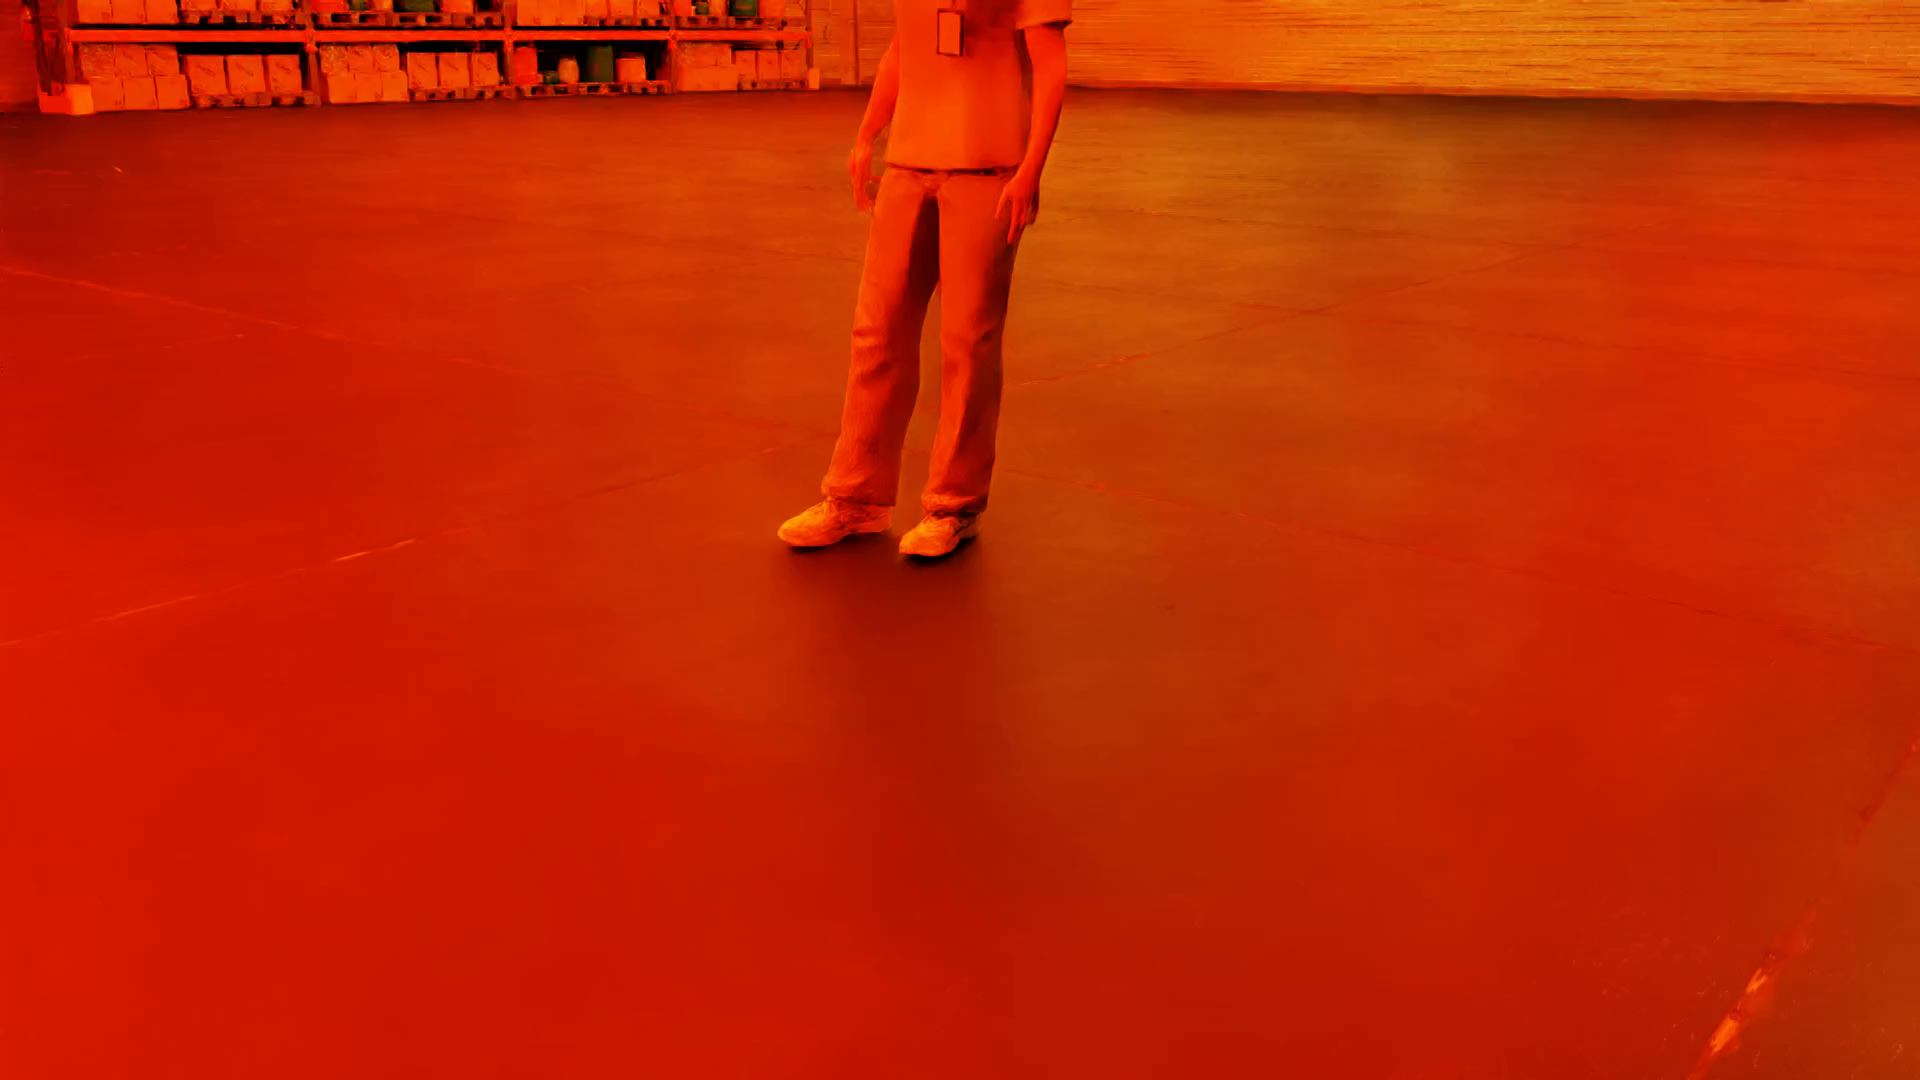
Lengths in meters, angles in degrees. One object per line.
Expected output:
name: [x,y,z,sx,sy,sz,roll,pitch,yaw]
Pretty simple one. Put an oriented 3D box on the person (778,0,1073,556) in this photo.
person: [-0.057,-0.790,3.651,0.550,1.664,0.548,13,21,37]
